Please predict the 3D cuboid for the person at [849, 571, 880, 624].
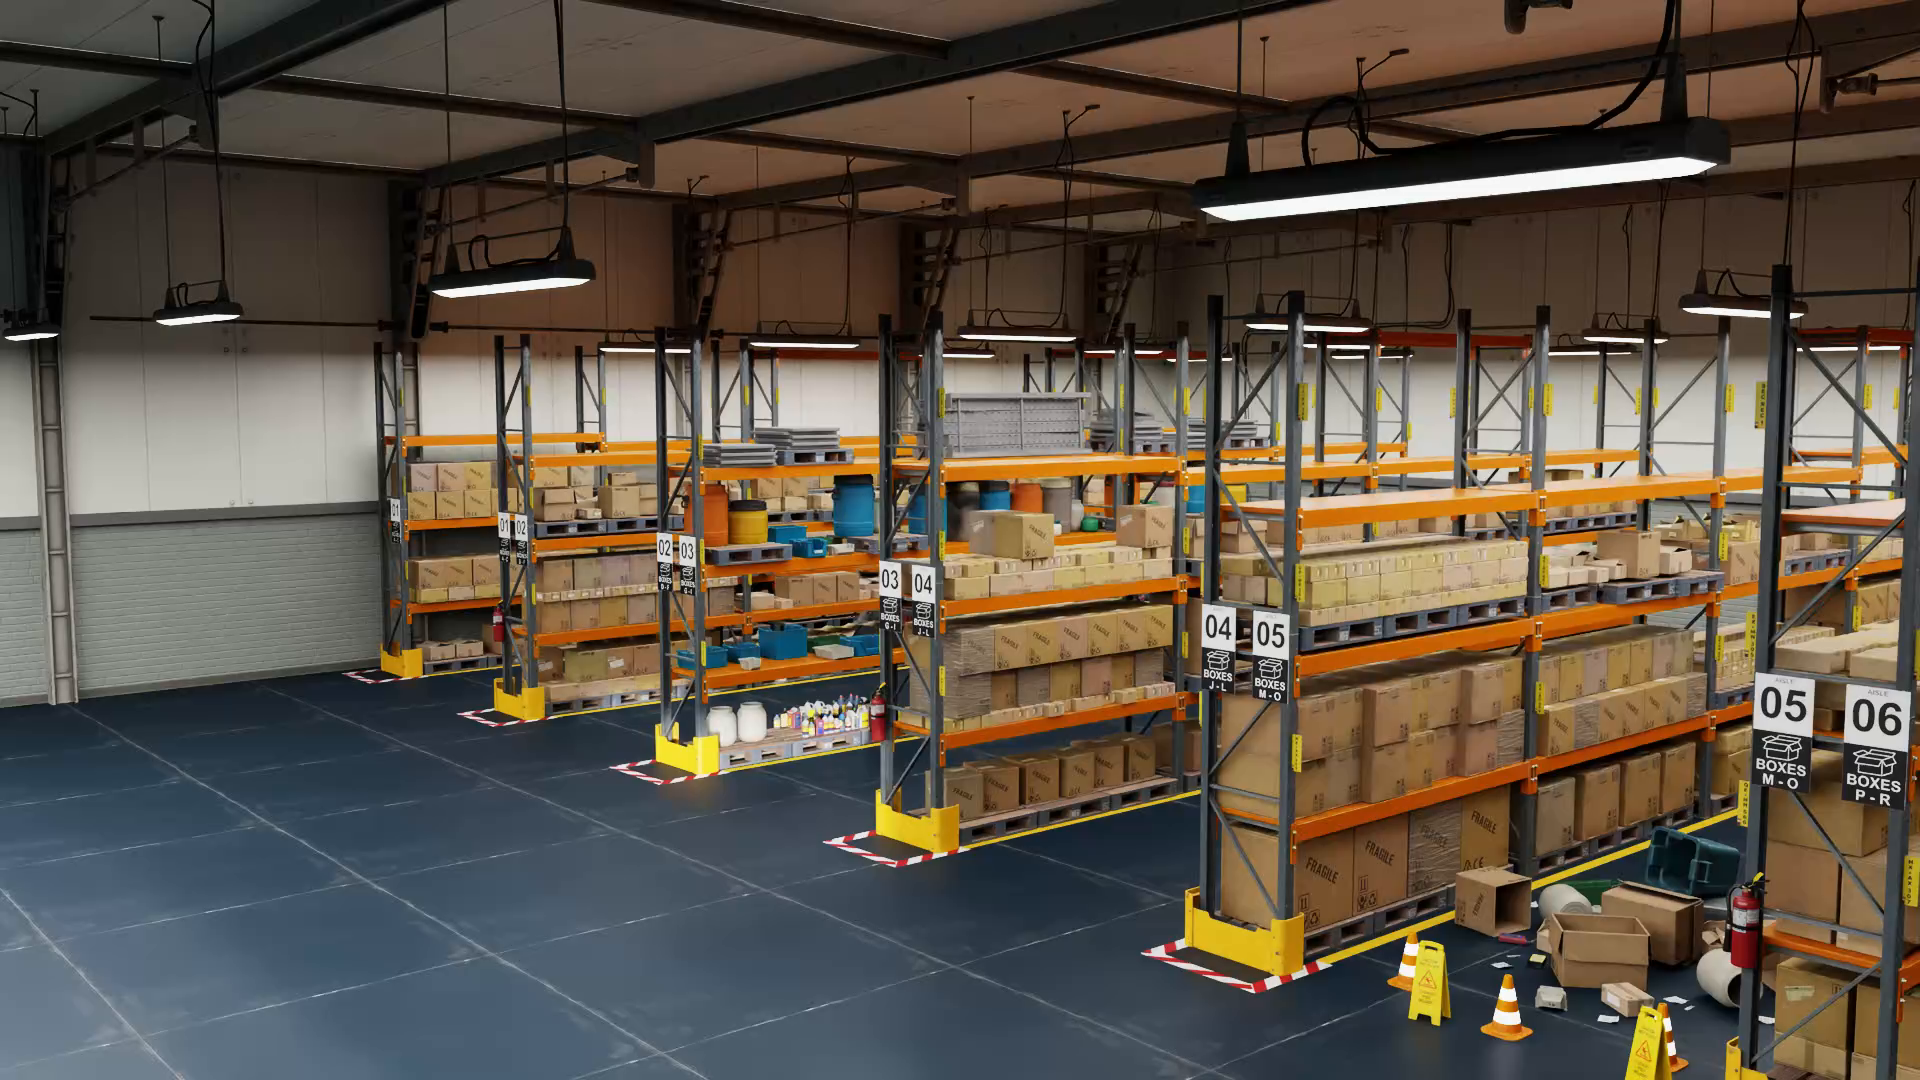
[{"bbox_3d":[-1.784,1.377,32.885,0.697,1.593,0.906,4,6,34],"label":"person"}]
